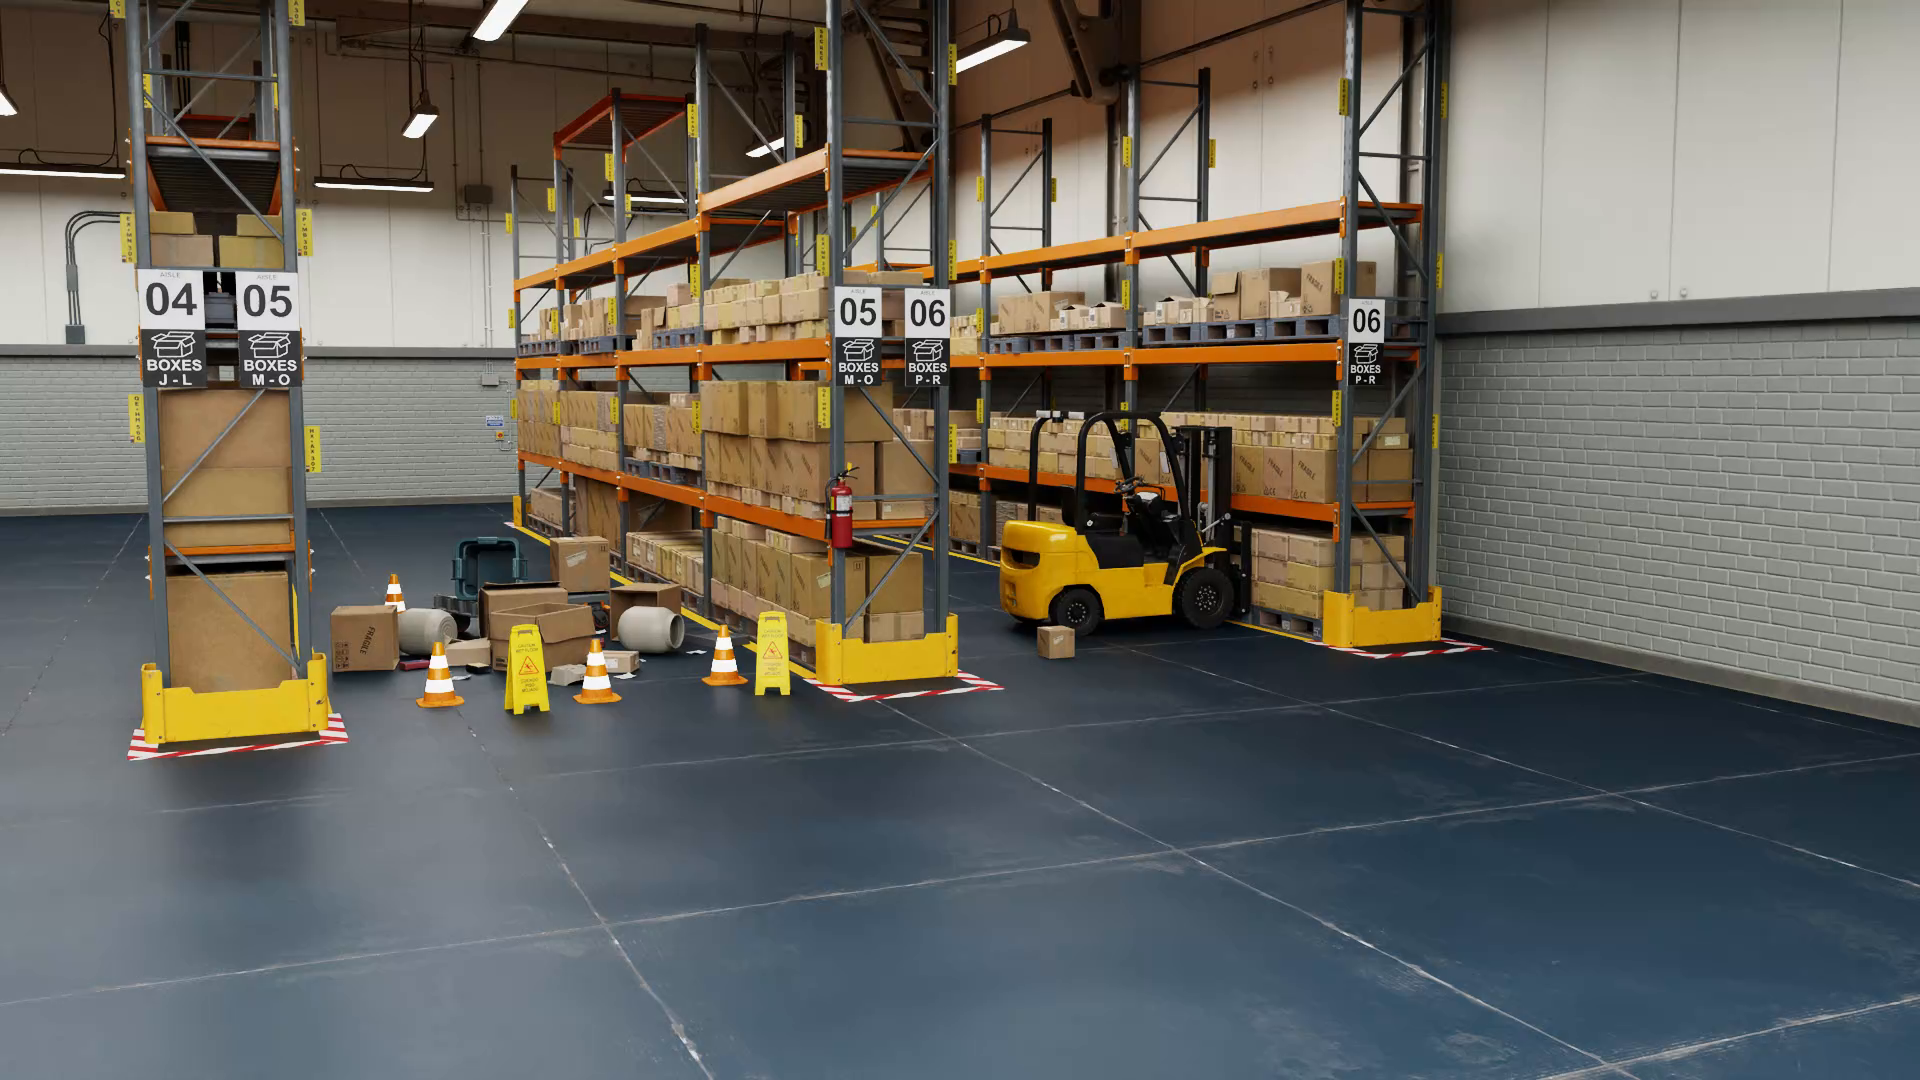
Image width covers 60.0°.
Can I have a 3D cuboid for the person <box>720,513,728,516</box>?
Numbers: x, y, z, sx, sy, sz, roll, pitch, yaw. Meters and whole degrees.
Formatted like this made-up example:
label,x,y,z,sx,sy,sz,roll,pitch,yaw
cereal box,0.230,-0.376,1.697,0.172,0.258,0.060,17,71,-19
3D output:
label,x,y,z,sx,sy,sz,roll,pitch,yaw
person,-3.351,-0.737,24.402,0.441,1.659,0.813,-2,6,-24
